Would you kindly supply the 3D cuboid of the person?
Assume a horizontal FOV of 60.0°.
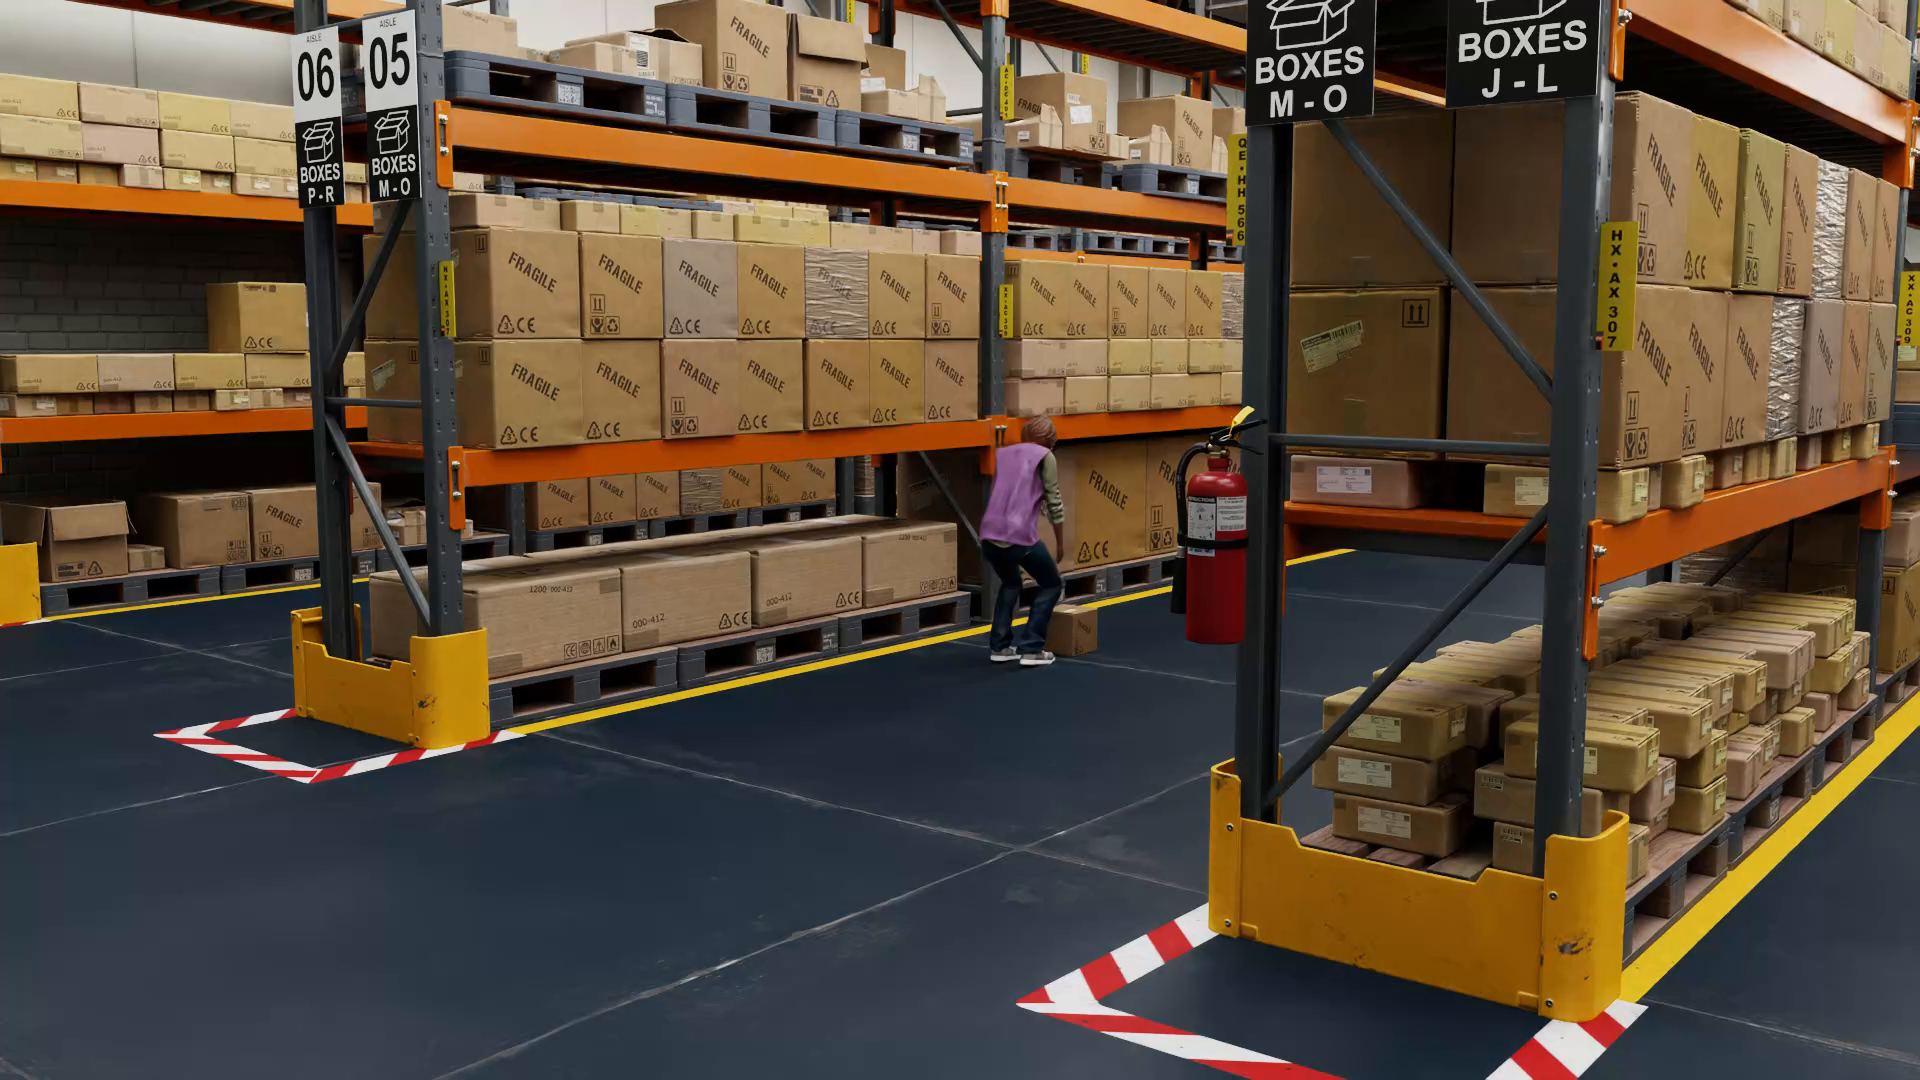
[{"bbox_3d":[0.335,0.005,9.285,0.460,1.376,0.600,6,9,39],"label":"person"}]
